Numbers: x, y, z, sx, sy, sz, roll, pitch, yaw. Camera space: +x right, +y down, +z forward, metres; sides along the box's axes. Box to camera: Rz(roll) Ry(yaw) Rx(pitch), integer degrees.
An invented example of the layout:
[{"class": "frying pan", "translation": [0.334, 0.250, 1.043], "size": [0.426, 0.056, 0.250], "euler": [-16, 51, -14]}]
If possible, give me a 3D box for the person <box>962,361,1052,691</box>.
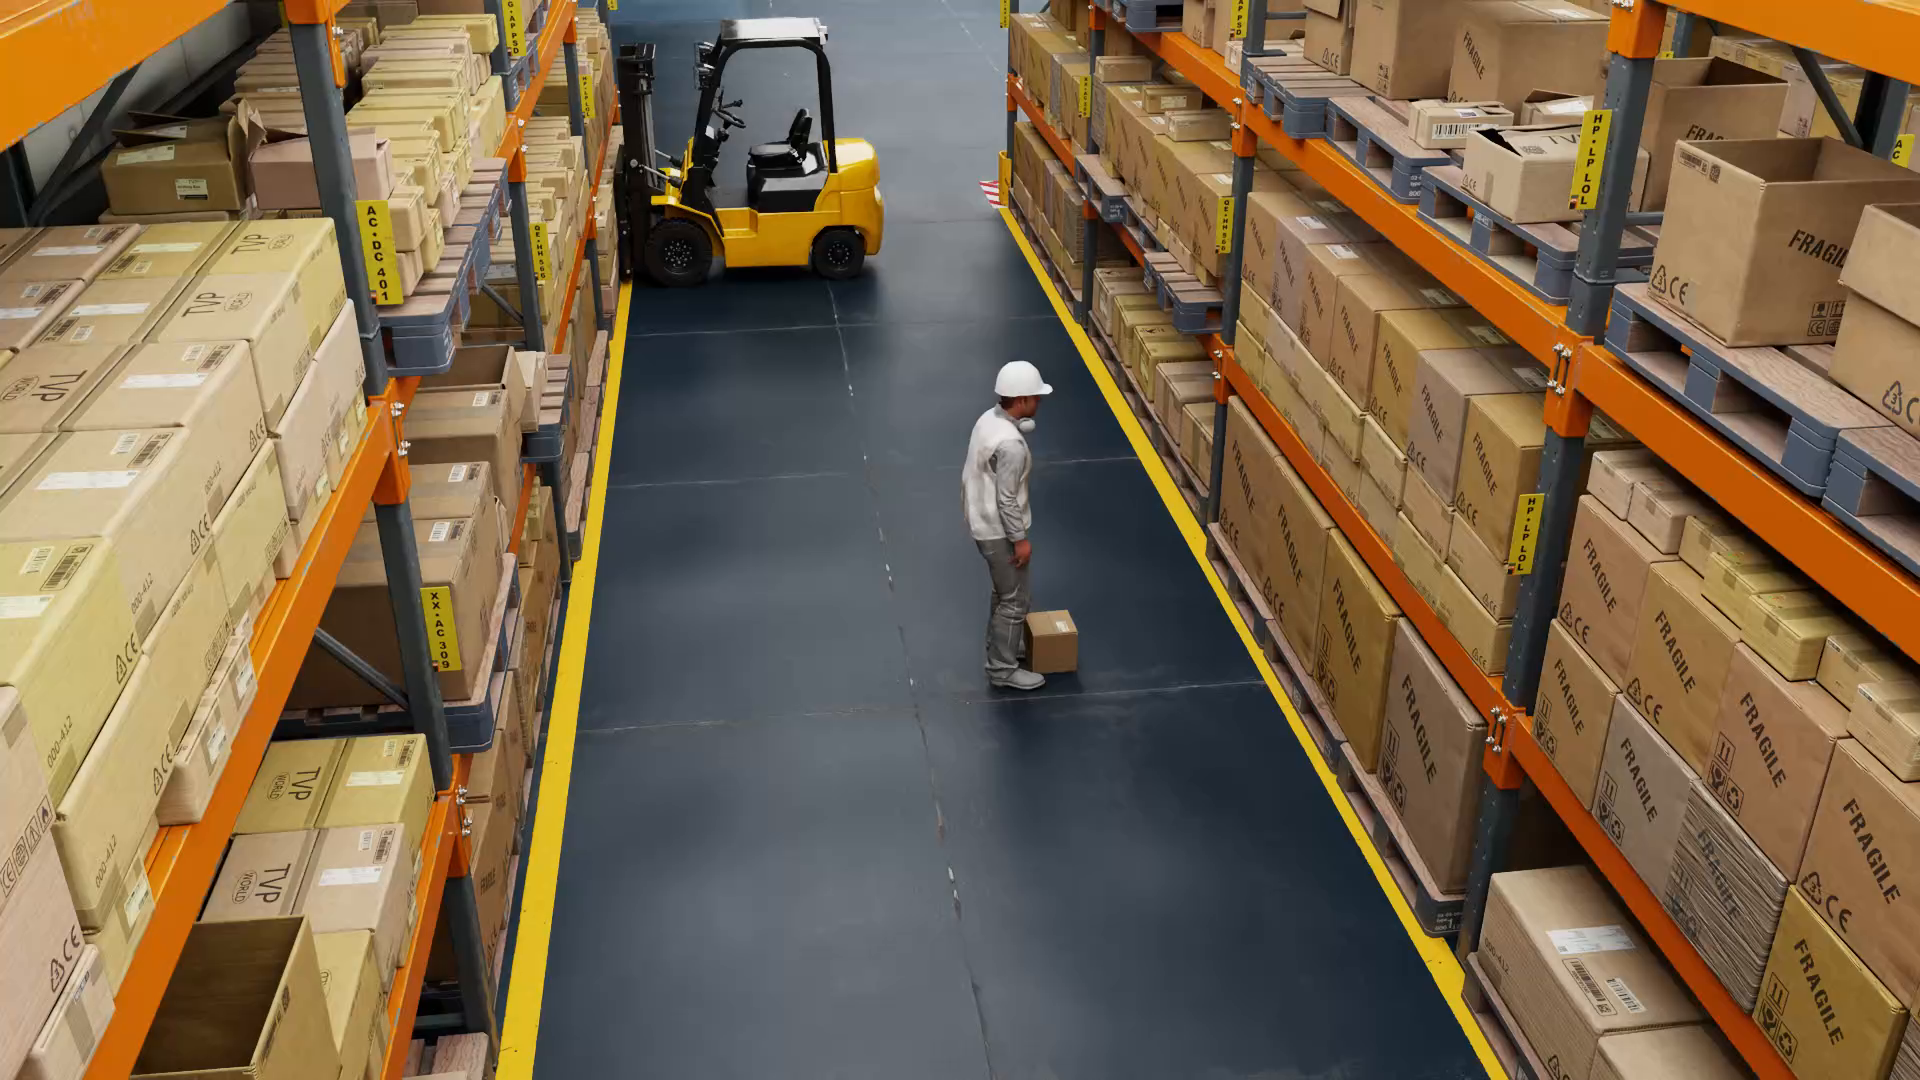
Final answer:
[{"class": "person", "translation": [0.244, -0.092, 8.771], "size": [0.461, 1.769, 0.580], "euler": [-4, 27, -7]}]
